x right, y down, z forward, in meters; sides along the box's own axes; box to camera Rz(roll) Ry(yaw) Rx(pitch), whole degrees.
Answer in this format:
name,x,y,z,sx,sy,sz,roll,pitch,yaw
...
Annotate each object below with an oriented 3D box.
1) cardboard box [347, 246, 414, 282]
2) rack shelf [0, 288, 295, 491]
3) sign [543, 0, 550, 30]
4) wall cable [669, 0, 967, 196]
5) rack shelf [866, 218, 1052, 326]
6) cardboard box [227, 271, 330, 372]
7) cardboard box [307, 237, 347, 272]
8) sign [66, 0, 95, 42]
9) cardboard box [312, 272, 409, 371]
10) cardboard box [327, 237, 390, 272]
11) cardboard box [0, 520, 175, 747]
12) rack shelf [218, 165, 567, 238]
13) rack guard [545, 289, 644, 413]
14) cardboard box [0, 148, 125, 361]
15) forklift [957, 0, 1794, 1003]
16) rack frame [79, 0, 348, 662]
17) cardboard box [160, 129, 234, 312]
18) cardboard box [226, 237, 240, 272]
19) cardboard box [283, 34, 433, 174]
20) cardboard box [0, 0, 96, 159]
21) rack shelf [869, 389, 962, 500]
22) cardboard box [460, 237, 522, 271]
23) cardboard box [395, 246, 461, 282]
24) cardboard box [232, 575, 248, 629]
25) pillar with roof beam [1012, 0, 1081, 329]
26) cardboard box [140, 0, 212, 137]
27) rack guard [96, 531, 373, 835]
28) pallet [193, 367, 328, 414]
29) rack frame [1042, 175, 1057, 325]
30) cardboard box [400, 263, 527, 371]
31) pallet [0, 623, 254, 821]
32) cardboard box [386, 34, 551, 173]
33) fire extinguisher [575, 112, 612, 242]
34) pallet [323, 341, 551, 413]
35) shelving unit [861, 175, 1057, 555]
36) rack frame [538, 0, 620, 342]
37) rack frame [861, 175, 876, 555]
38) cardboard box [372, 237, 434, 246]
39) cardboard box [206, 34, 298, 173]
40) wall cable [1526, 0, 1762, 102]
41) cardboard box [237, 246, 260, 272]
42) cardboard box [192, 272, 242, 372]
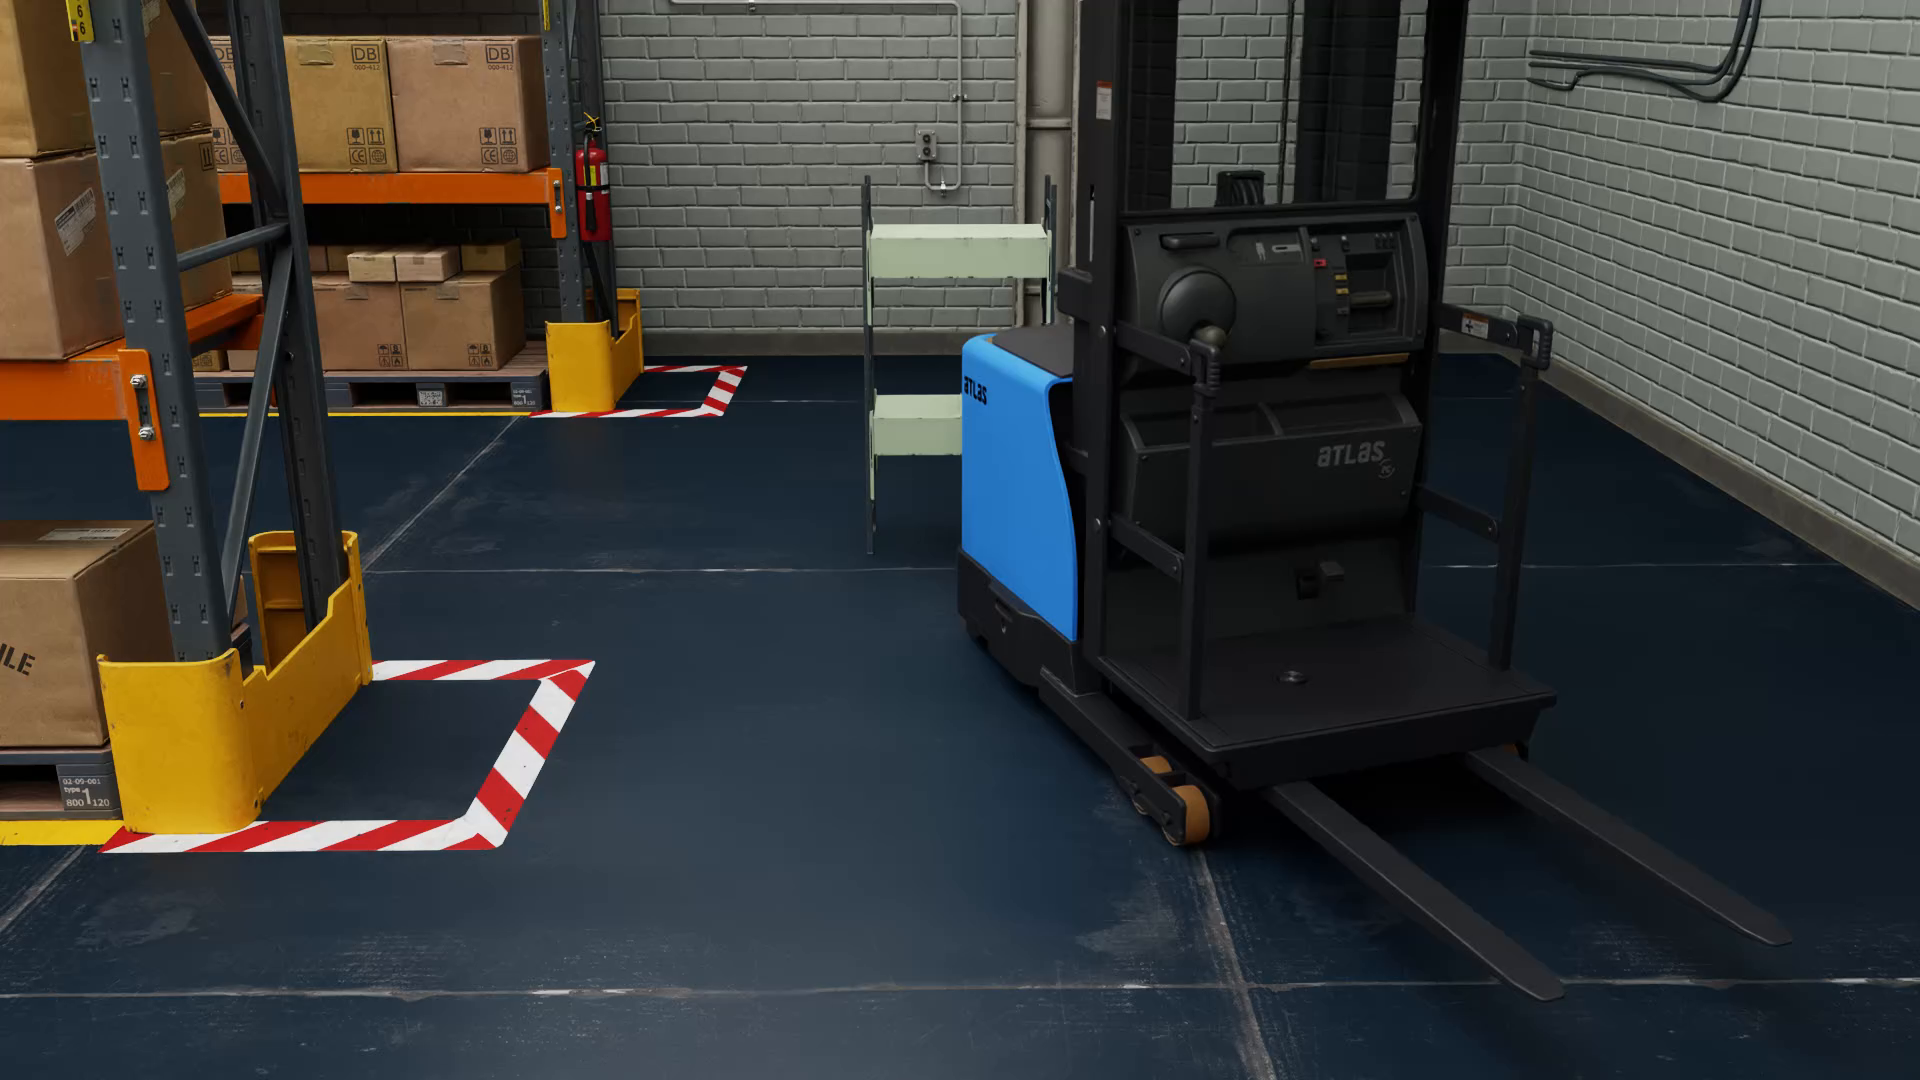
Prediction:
name,x,y,z,sx,sy,sz,roll,pitch,yaw
cardboard box,-3.226,-1.543,9.291,0.250,0.149,0.380,0,18,1
rack shelf,-4.064,-0.451,4.722,4.000,0.370,1.077,0,18,-1
sign,-2.151,-2.815,8.629,0.005,0.325,0.100,0,18,-1
wall cable,-0.881,-3.095,10.123,1.851,1.984,0.084,0,18,-1
rack shelf,-0.007,-1.086,6.699,0.720,0.370,0.431,0,18,-1
cardboard box,-3.848,-1.287,9.555,0.500,0.500,0.700,-1,18,-3
cardboard box,-3.734,-1.658,9.647,0.250,0.149,0.380,0,18,0
sign,-2.075,-1.336,3.888,0.005,0.325,0.100,0,18,-1
cardboard box,-3.345,-1.290,9.563,0.500,0.500,0.700,0,18,-1
cardboard box,-3.479,-1.659,9.652,0.250,0.149,0.380,0,18,0
cardboard box,-2.604,0.255,4.714,0.500,0.500,0.500,0,18,-1
rack shelf,-4.146,-1.964,9.438,4.000,0.370,1.077,0,18,-1
rack guard,-2.122,-1.126,9.741,0.348,0.500,1.175,0,18,-1
cardboard box,-2.508,-0.766,4.361,0.500,0.500,0.500,0,18,1
forklift,0.977,-0.713,4.471,1.130,2.935,3.031,-6,19,-19
rack frame,-2.064,-0.804,4.642,0.127,3.000,1.000,0,18,-1
cardboard box,-2.512,-0.930,4.871,0.500,0.500,0.500,0,18,0
cardboard box,-4.243,-1.655,9.639,0.250,0.149,0.380,-1,18,-2
cardboard box,-3.383,-2.447,9.274,0.700,0.700,0.980,0,18,-1
cardboard box,-2.505,-1.241,4.206,0.500,0.500,0.500,0,18,-1
rack shelf,-0.007,-0.404,6.918,0.720,0.370,0.431,0,18,-1
cardboard box,-2.723,-1.663,9.664,0.250,0.149,0.380,0,18,0
cardboard box,-2.970,-1.545,9.296,0.250,0.149,0.380,0,18,-2
cardboard box,-2.488,0.241,5.331,0.250,0.149,0.380,0,18,-1
pillar with roof beam,0.608,-4.136,5.207,0.400,9.000,9.100,0,18,-1
cardboard box,-2.512,-1.406,4.718,0.500,0.500,0.500,0,18,1
rack guard,-2.140,0.387,5.023,0.348,0.500,1.175,0,18,-1
pallet,-4.161,-0.956,9.682,1.213,0.211,1.003,0,18,-1
rack frame,0.359,-0.716,6.824,0.023,1.500,0.400,0,18,-1
cardboard box,-2.844,-1.292,9.570,0.500,0.500,0.700,0,18,-1
pallet,-2.937,0.529,5.054,1.213,0.211,1.003,0,18,-1
cardboard box,-2.656,-2.454,9.295,0.700,0.700,0.980,1,18,2
fire extinguisher,-1.988,-1.962,8.990,0.183,0.674,0.296,0,18,-1
pallet,-2.944,-0.961,9.698,1.213,0.211,1.003,0,18,-1
shelving unit,-0.007,-0.714,6.818,0.755,1.500,0.431,0,18,-1
rack frame,-2.146,-2.317,9.358,0.127,3.000,1.000,0,18,-1
rack frame,-0.373,-0.712,6.813,0.023,1.500,0.400,0,18,-1
cardboard box,-3.229,-1.660,9.655,0.250,0.149,0.380,0,18,-1
cardboard box,-4.146,-2.446,9.271,0.700,0.700,0.980,-1,18,-4
wall cable,3.515,-3.613,8.661,0.112,2.526,3.097,0,18,-1
cardboard box,-3.990,-1.656,9.643,0.250,0.149,0.380,0,18,0
cardboard box,-4.381,-1.282,9.540,0.500,0.500,0.700,0,18,0
